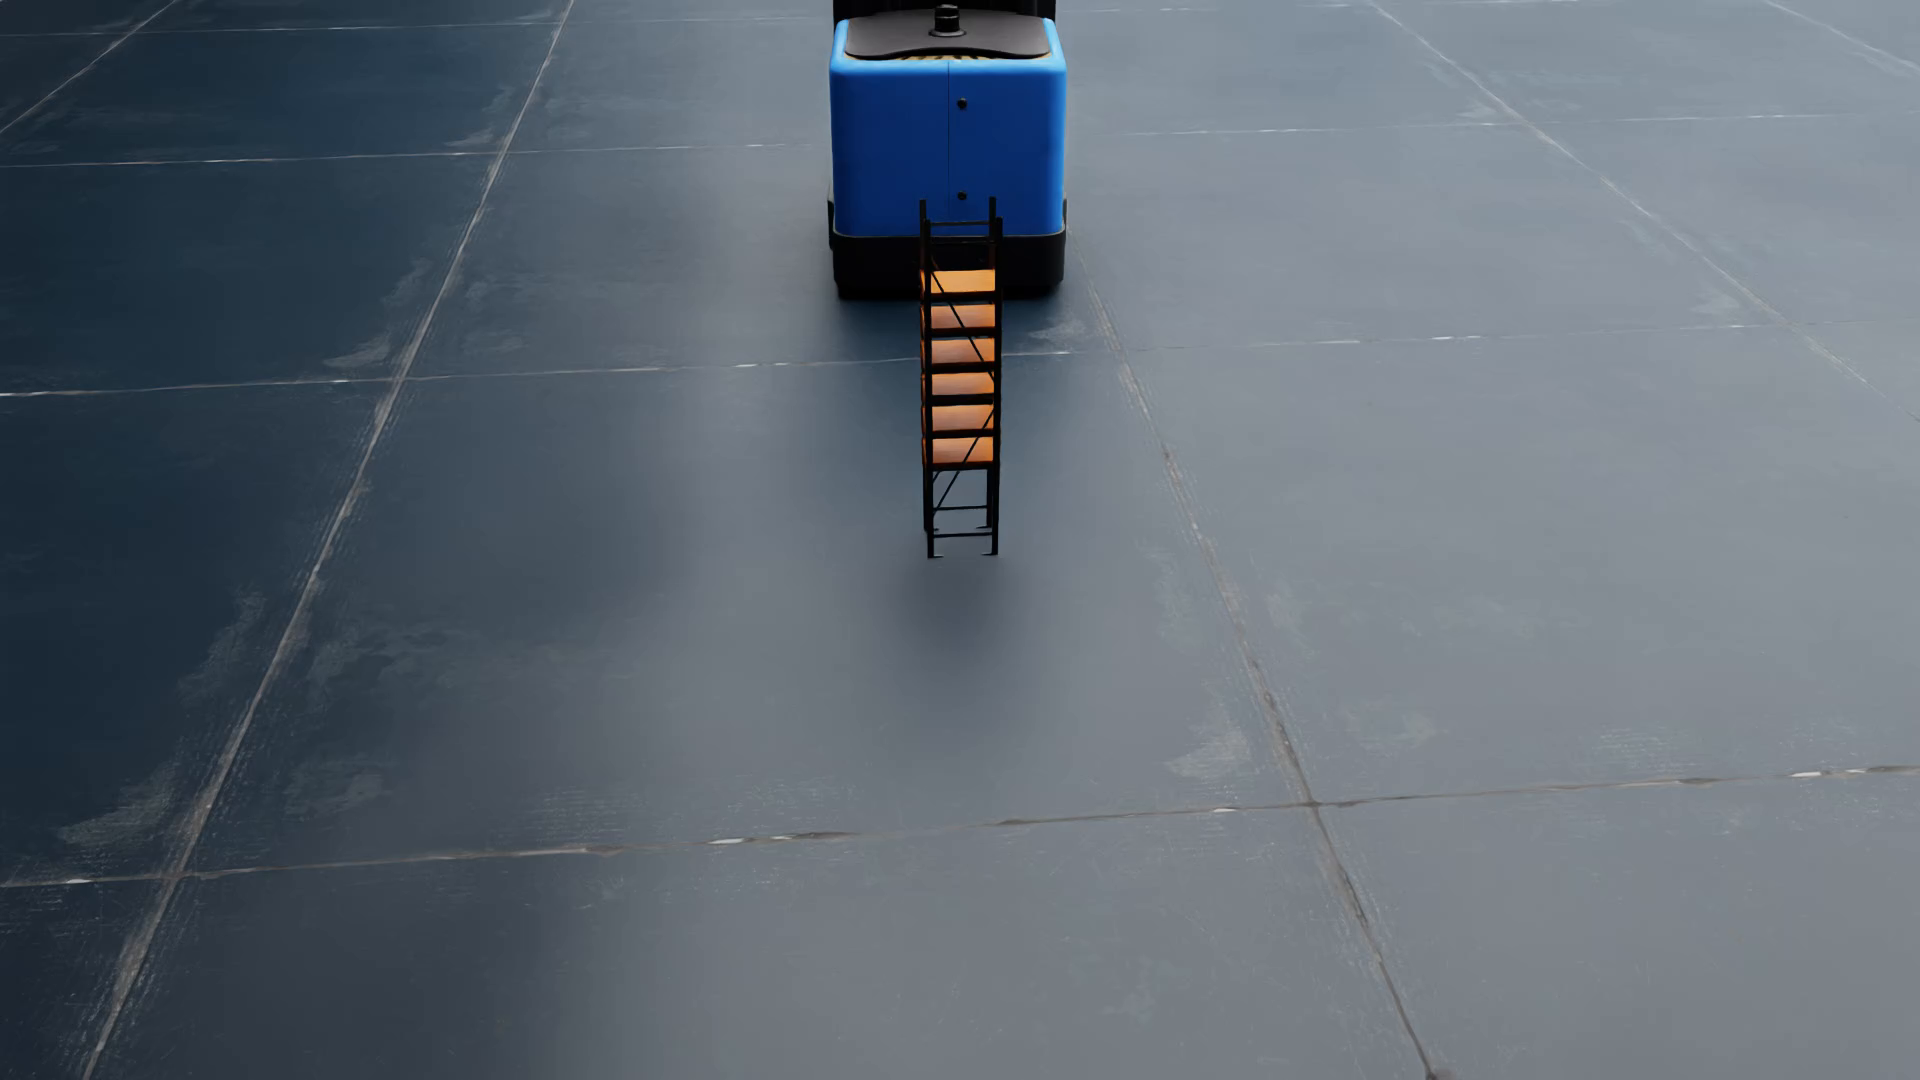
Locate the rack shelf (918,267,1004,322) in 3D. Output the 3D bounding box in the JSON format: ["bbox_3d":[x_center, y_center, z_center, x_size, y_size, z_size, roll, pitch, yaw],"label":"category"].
[{"bbox_3d":[0.001,-0.779,5.268,0.258,0.103,0.180,-3,31,-5],"label":"rack shelf"}]

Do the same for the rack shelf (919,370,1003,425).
[{"bbox_3d":[0.001,-0.470,5.453,0.258,0.103,0.180,-3,31,-5],"label":"rack shelf"}]

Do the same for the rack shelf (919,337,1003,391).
[{"bbox_3d":[0.001,-0.573,5.391,0.258,0.103,0.180,-3,31,-5],"label":"rack shelf"}]

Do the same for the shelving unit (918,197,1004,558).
[{"bbox_3d":[0.001,-0.508,5.430,0.258,1.200,0.189,-3,31,-5],"label":"shelving unit"}]

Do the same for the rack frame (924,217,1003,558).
[{"bbox_3d":[0.010,-0.461,5.352,0.240,1.200,0.006,-3,31,-5],"label":"rack frame"}]

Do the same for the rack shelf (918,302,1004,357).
[{"bbox_3d":[0.001,-0.676,5.330,0.258,0.103,0.180,-3,31,-5],"label":"rack shelf"}]

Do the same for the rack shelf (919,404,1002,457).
[{"bbox_3d":[0.001,-0.367,5.514,0.258,0.103,0.180,-3,31,-5],"label":"rack shelf"}]

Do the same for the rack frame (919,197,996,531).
[{"bbox_3d":[-0.007,-0.554,5.508,0.240,1.200,0.006,-3,31,-5],"label":"rack frame"}]

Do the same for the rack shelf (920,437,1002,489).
[{"bbox_3d":[0.001,-0.264,5.576,0.258,0.103,0.180,-3,31,-5],"label":"rack shelf"}]

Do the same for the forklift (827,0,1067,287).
[{"bbox_3d":[-0.082,-3.120,8.114,1.130,2.935,3.031,-1,31,-1],"label":"forklift"}]
